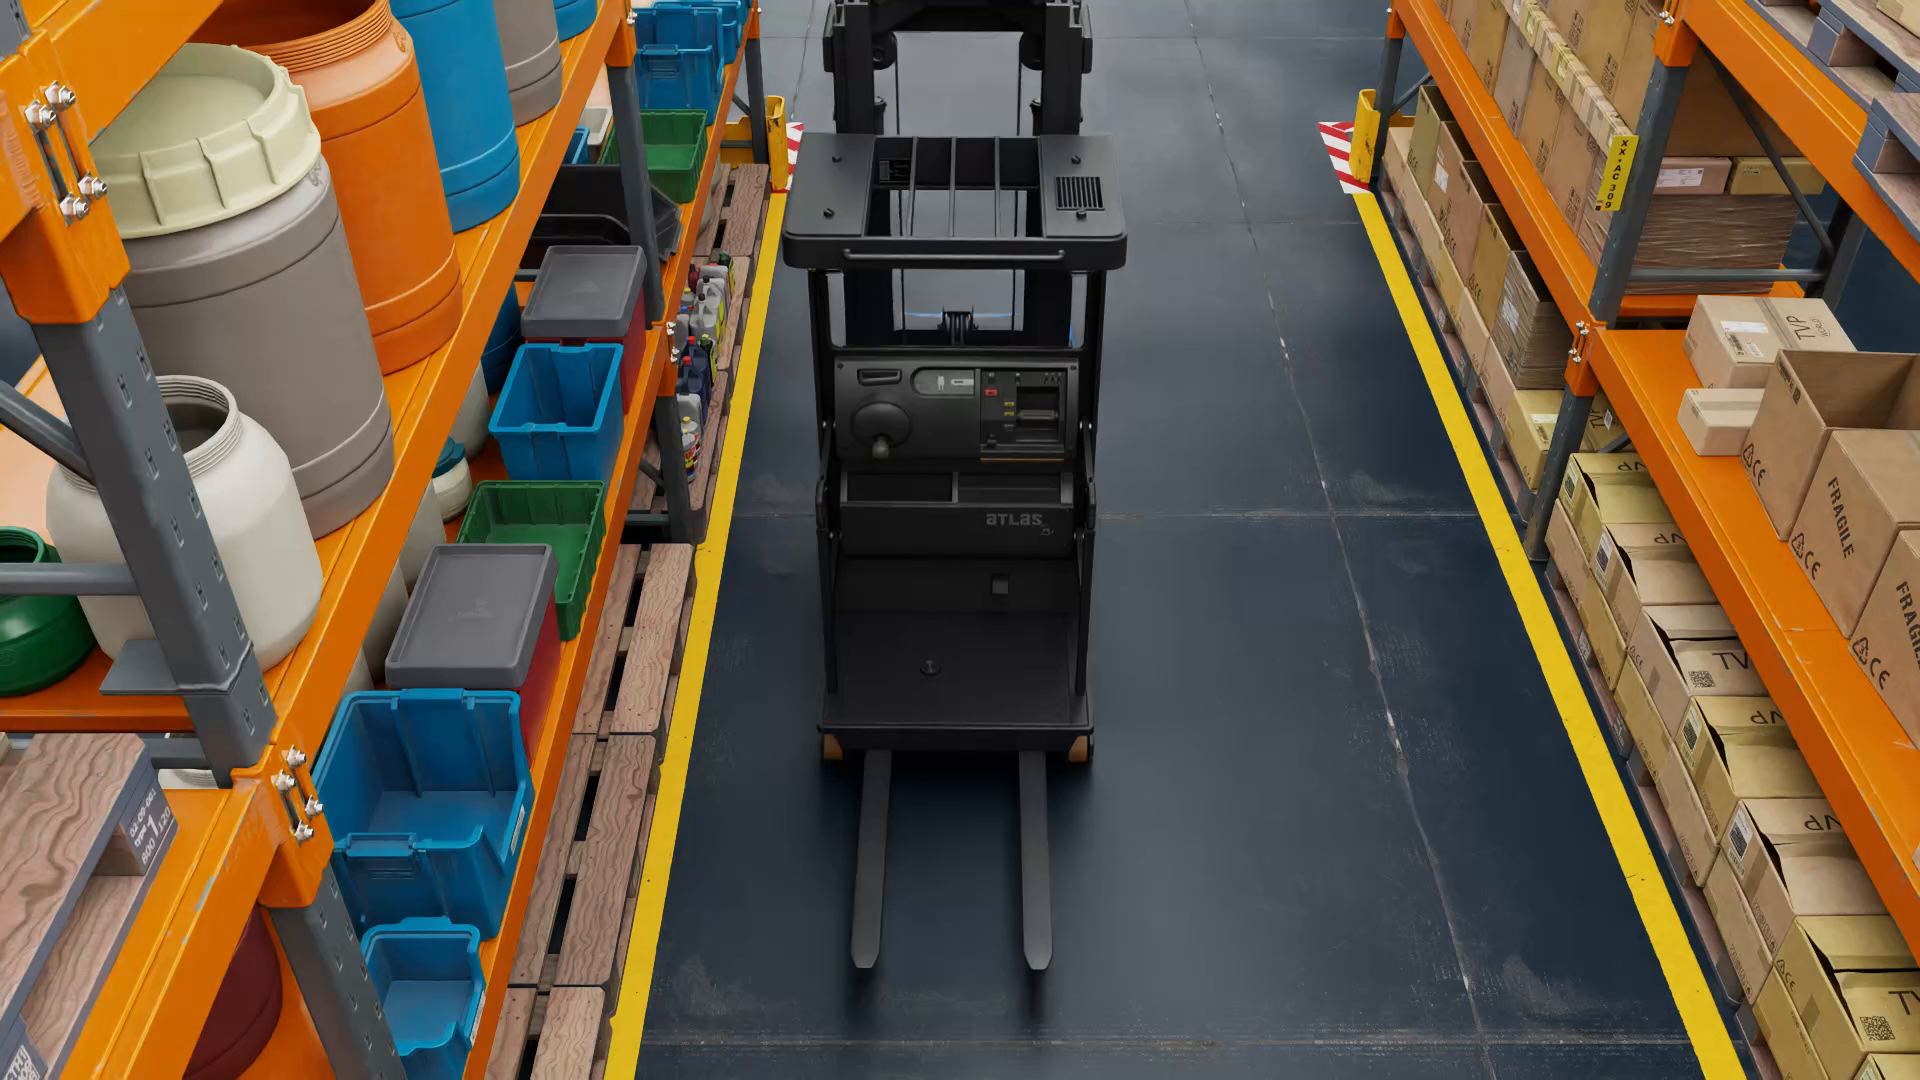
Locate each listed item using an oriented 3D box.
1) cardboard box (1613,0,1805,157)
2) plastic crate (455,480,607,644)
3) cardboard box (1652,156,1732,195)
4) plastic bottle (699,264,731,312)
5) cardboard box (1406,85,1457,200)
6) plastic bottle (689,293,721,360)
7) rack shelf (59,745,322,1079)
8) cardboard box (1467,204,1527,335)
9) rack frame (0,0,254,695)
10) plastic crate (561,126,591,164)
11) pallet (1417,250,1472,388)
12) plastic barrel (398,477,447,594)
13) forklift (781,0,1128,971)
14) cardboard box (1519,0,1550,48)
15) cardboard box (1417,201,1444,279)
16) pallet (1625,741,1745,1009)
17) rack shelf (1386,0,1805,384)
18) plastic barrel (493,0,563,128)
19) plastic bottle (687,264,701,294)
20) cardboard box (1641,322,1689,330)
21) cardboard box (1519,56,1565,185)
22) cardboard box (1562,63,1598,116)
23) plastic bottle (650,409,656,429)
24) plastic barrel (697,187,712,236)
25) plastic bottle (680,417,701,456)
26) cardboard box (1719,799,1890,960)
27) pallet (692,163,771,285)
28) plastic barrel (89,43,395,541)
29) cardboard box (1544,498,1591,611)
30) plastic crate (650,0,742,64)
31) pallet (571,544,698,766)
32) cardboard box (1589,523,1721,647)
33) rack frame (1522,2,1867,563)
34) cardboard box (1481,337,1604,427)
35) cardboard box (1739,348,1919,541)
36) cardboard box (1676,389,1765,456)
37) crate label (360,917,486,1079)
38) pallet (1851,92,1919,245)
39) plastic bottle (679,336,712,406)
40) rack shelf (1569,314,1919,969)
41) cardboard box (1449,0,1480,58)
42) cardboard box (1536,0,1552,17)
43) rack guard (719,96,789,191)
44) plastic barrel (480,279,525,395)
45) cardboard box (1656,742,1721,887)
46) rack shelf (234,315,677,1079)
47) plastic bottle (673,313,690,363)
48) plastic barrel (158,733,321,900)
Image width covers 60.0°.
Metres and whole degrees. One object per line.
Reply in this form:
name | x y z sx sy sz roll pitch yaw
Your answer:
cardboard box | 3.184 -1.927 6.883 0.700 0.500 0.500 0 39 0
plastic crate | -1.478 0.069 5.680 0.450 0.188 0.662 0 39 0
cardboard box | 2.976 -1.566 6.952 0.380 0.149 0.250 0 39 0
plastic bottle | -1.354 -1.407 9.179 0.152 0.276 0.135 0 39 0
cardboard box | 2.967 -2.340 9.781 0.500 0.500 0.500 0 39 0
plastic bottle | -1.349 -1.129 8.773 0.144 0.351 0.185 0 39 0
rack shelf | -1.756 1.760 1.578 1.077 0.370 4.000 0 39 0
cardboard box | 2.978 -1.402 8.610 0.500 0.500 0.500 0 39 0
rack frame | -1.758 -0.942 1.975 1.000 3.000 0.127 0 39 0
plastic crate | -2.035 -1.736 7.883 0.499 0.251 0.616 0 39 0
pallet | 3.227 -1.278 9.421 1.003 0.211 1.213 0 39 0
plastic barrel | -1.980 -0.098 5.611 0.433 0.535 0.433 0 39 0
forklift | -0.013 -0.426 6.184 1.130 2.935 3.031 0 39 1
cardboard box | 2.973 -2.526 8.150 0.380 0.149 0.250 1 39 1
cardboard box | 2.969 -1.735 9.625 0.500 0.250 0.500 0 39 0
pallet | 3.235 1.210 6.317 1.003 0.211 1.213 0 39 0
rack shelf | 3.189 -2.074 8.760 1.077 0.370 4.000 0 39 0
plastic barrel | -1.544 -1.742 4.971 0.600 0.901 0.600 0 39 0
plastic bottle | -1.460 -1.409 9.176 0.061 0.283 0.133 0 39 0
cardboard box | 3.503 -0.778 7.830 0.500 0.500 0.500 0 39 0
cardboard box | 3.180 -2.064 8.092 0.700 0.500 0.500 1 39 1
cardboard box | 2.974 -2.048 7.554 0.380 0.149 0.250 0 39 0
plastic bottle | -1.493 -0.745 8.294 0.144 0.351 0.185 0 39 0
plastic barrel | -1.689 -2.072 9.836 0.421 0.512 0.421 0 39 0
plastic bottle | -1.325 -0.509 8.118 0.097 0.201 0.097 0 39 0
cardboard box | 2.944 1.120 5.614 0.500 0.311 0.500 0 39 0
pallet | -1.724 -1.960 10.273 1.003 0.211 1.213 0 39 0
plastic barrel | -1.542 -0.481 3.398 0.600 0.901 0.600 0 39 0
cardboard box | 2.944 0.058 7.388 0.500 0.250 0.500 -1 39 -1
plastic crate | -1.472 -2.827 9.243 0.499 0.251 0.408 0 39 0
pallet | -1.723 0.477 7.232 1.003 0.211 1.213 0 39 0
cardboard box | 2.938 0.158 6.814 0.500 0.311 0.500 0 39 -1
rack frame | 3.191 -1.104 6.974 1.000 3.000 0.127 0 39 0
cardboard box | 2.981 -0.797 8.455 0.500 0.250 0.500 0 39 0
cardboard box | 3.176 -0.333 5.933 0.500 0.500 0.500 3 39 3
cardboard box | 2.987 -0.451 6.361 0.380 0.149 0.250 0 39 0
crate label | -1.384 1.200 4.233 0.303 0.233 0.416 0 39 0
pallet | 3.101 -0.823 4.376 1.003 0.211 1.213 2 39 2
plastic bottle | -1.349 -0.864 8.441 0.144 0.351 0.185 -2 39 -2
rack shelf | 3.193 0.428 5.638 1.077 0.370 4.000 0 39 0
cardboard box | 3.179 -3.024 9.290 0.700 0.500 0.500 1 39 1
cardboard box | 3.182 -2.868 8.058 0.700 0.500 0.500 0 39 0
rack guard | -1.720 -2.581 10.816 1.175 0.500 0.348 0 39 0
plastic barrel | -2.065 -1.056 6.514 0.600 0.901 0.708 0 39 0
cardboard box | 2.946 1.019 6.188 0.500 0.250 0.500 1 39 1
rack shelf | -1.760 0.429 5.637 1.077 0.370 4.000 0 39 0
plastic bottle | -1.497 -1.084 8.776 0.152 0.276 0.135 0 39 0
plastic barrel | -1.973 0.712 4.619 0.421 0.512 0.421 0 39 0
